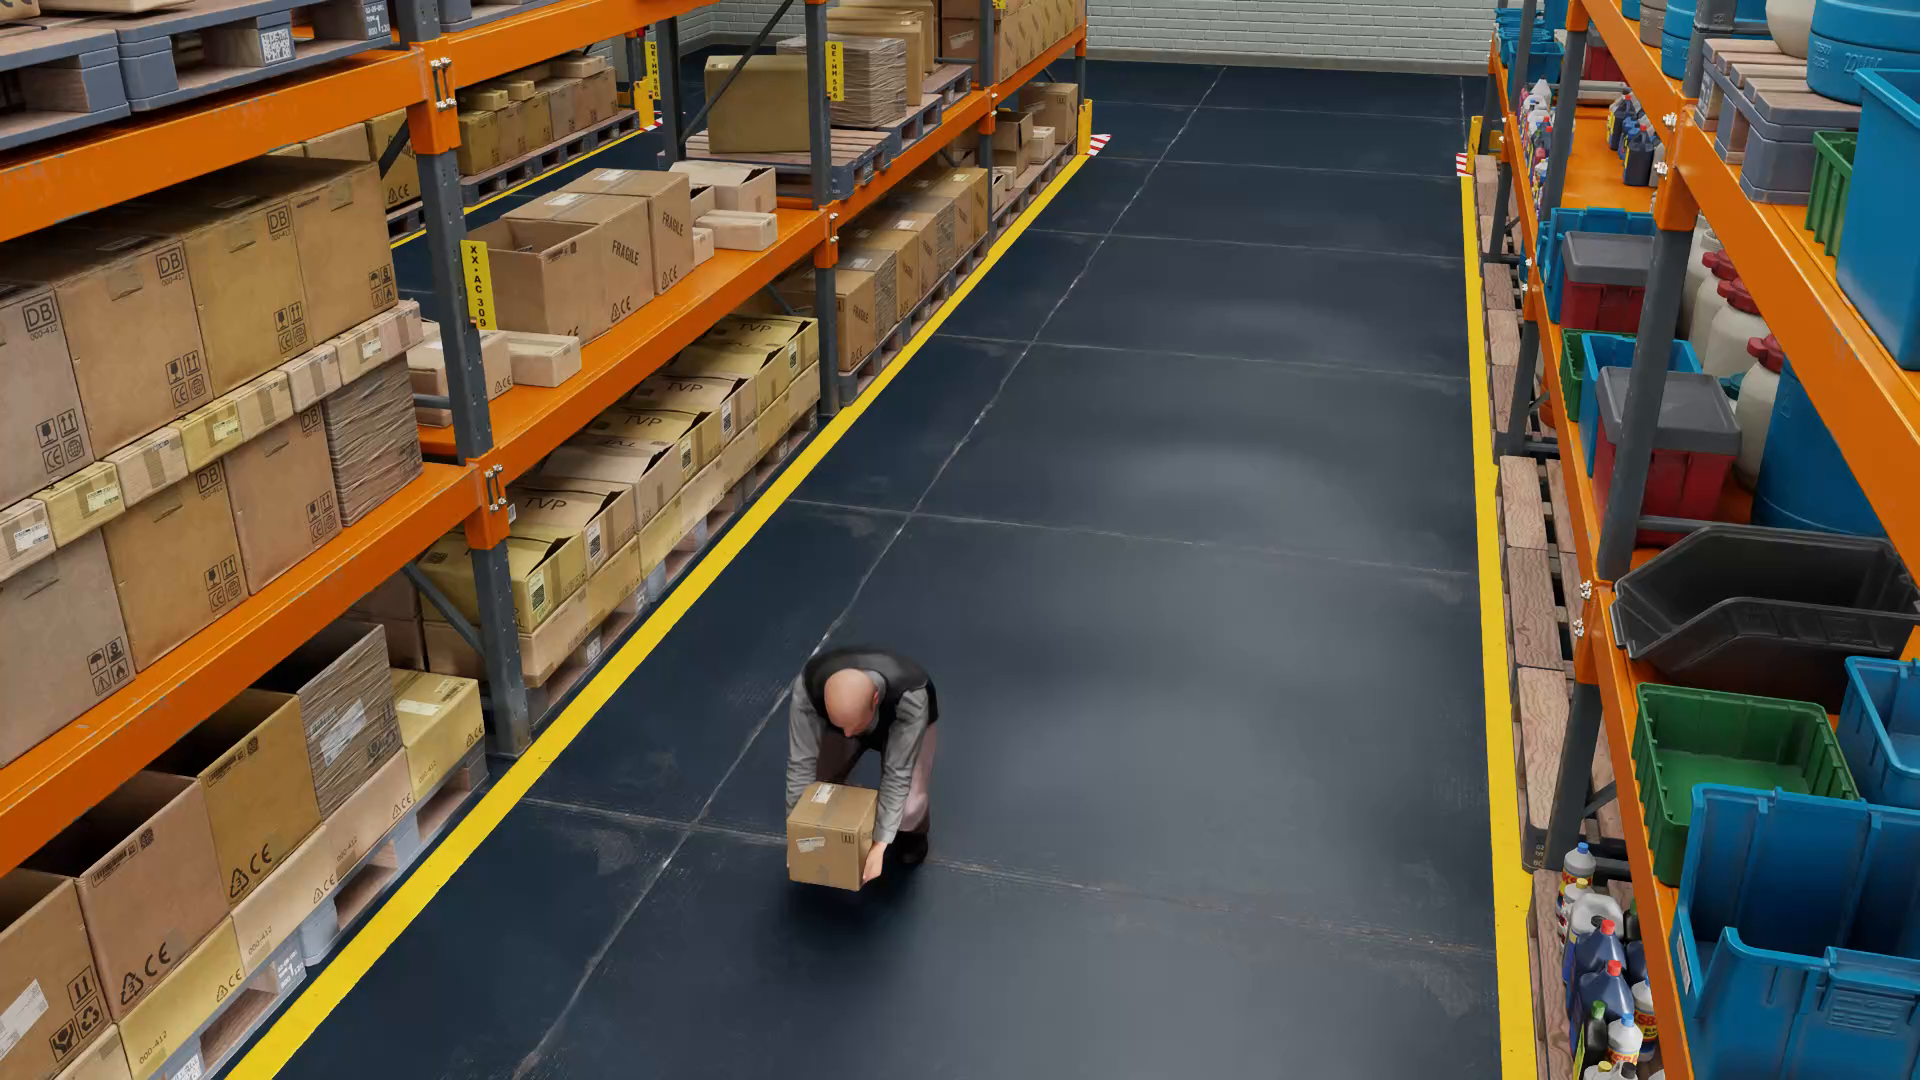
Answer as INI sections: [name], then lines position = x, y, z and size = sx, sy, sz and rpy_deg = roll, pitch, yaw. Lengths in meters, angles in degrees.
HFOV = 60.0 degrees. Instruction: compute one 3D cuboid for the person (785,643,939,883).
[person]
position = -0.337, 0.775, 5.968
size = 0.513, 0.901, 0.869
rpy_deg = 6, 26, 12
